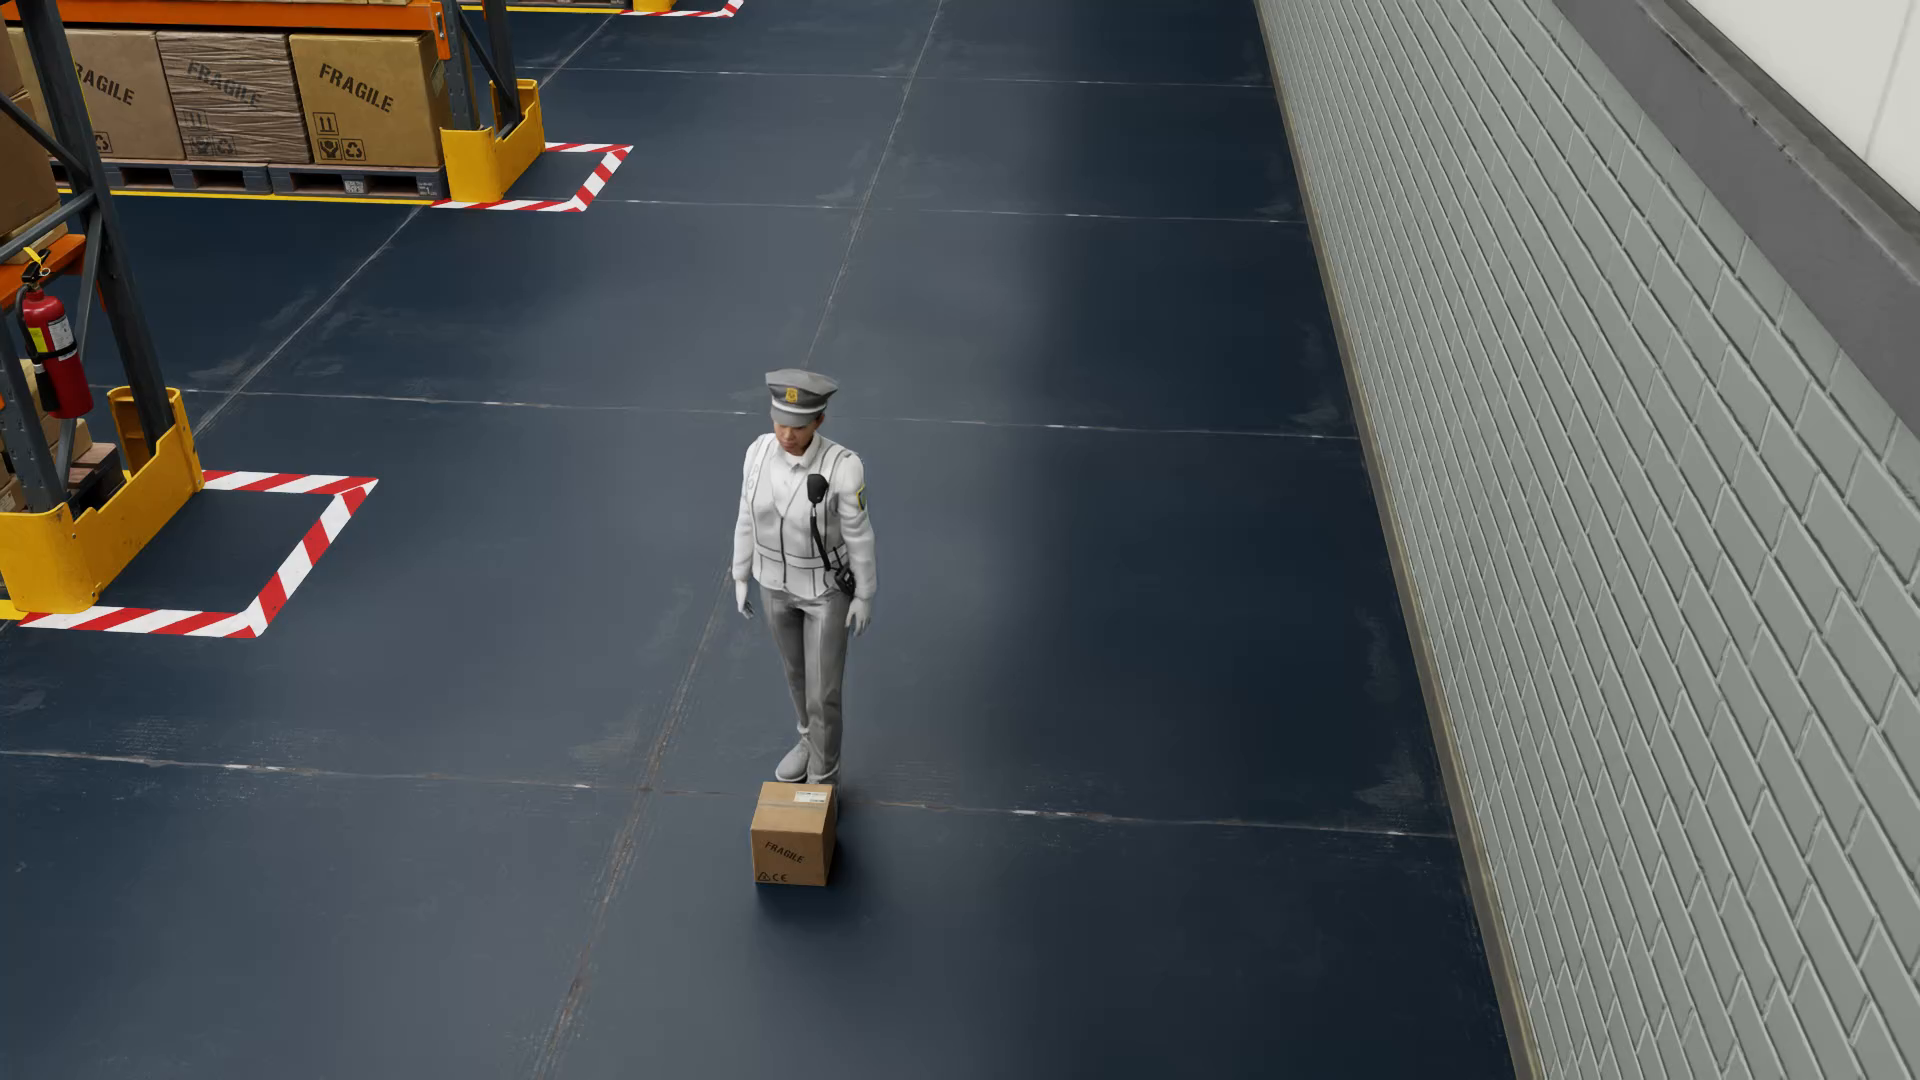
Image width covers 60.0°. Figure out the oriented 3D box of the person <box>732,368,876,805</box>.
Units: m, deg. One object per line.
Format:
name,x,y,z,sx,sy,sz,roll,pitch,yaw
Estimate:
person,-0.593,0.221,5.781,0.516,1.709,0.505,14,35,21
